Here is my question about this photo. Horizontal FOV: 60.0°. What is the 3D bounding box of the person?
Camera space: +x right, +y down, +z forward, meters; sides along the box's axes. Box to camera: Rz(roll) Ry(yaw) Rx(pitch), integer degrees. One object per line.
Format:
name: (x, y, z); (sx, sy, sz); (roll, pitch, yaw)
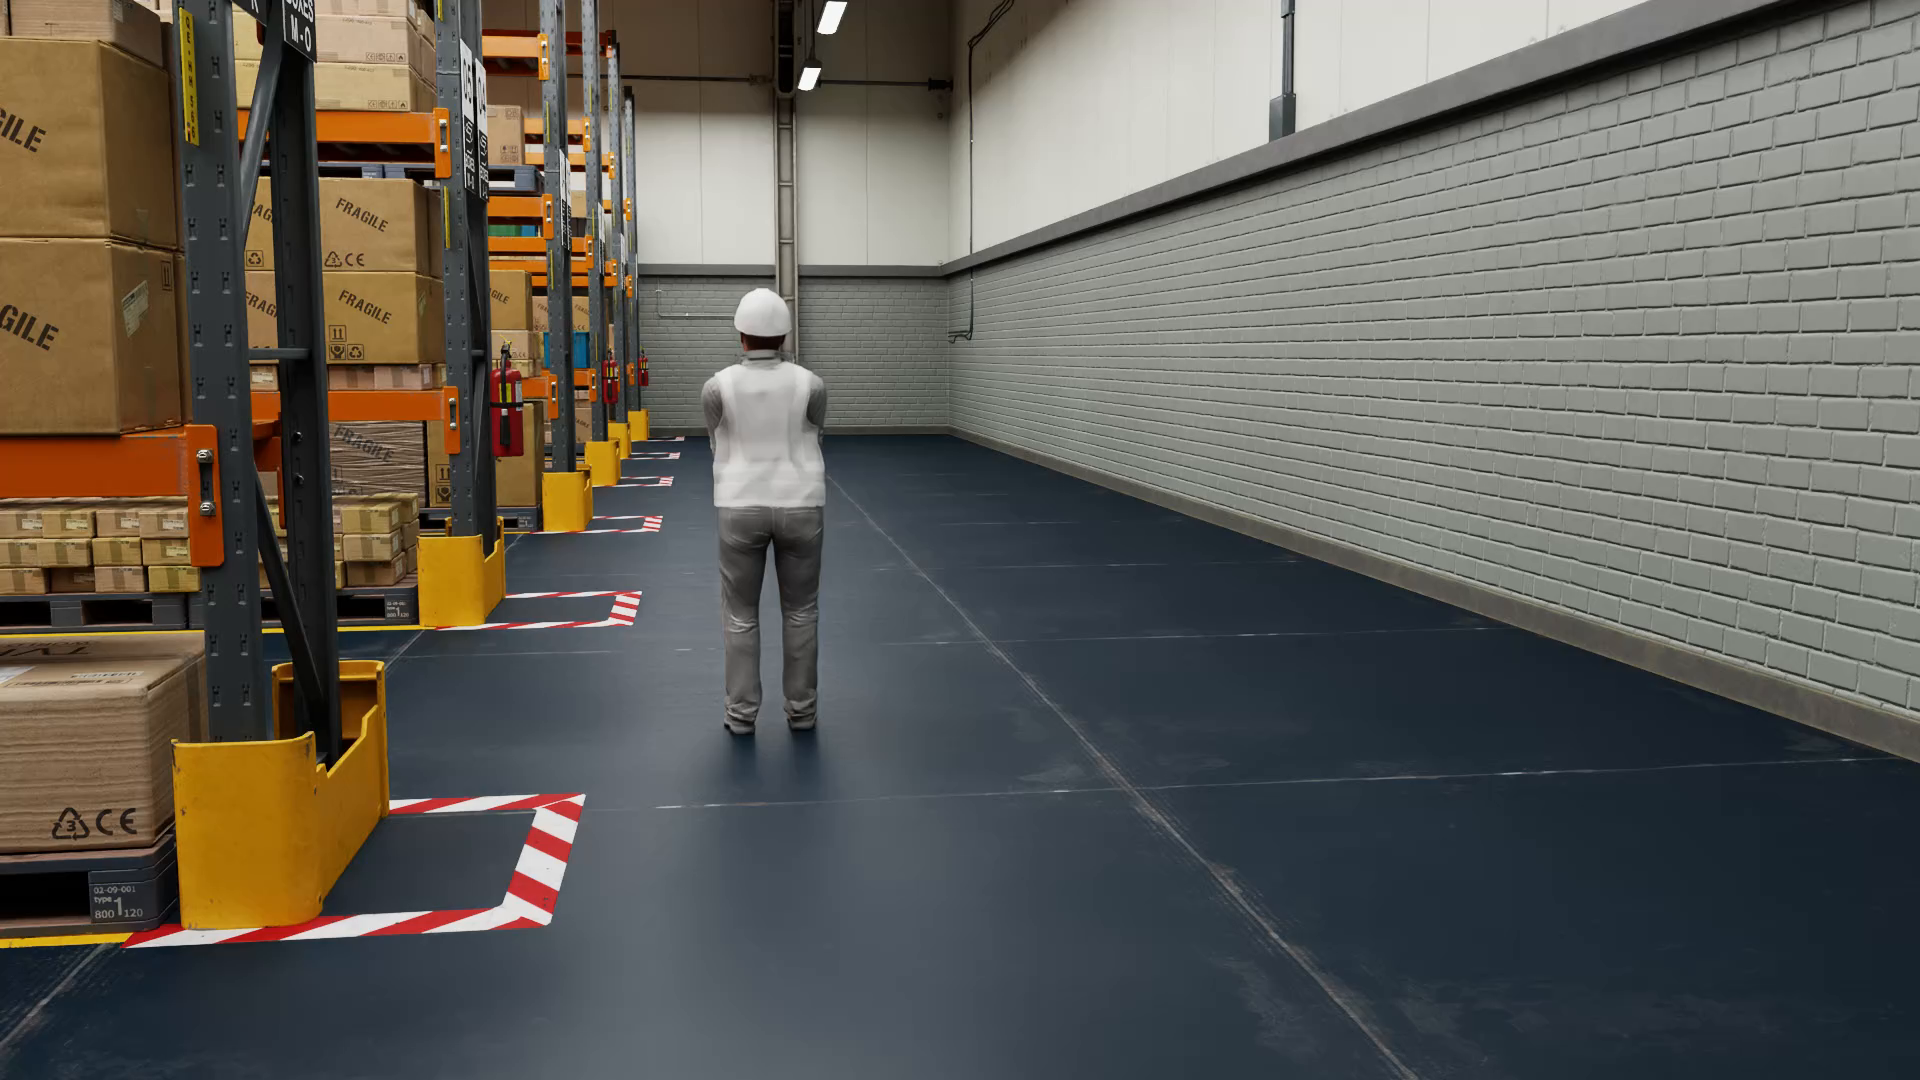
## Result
person: (-0.785, -0.121, 6.710); (0.494, 1.762, 0.554); (-1, 6, -8)
